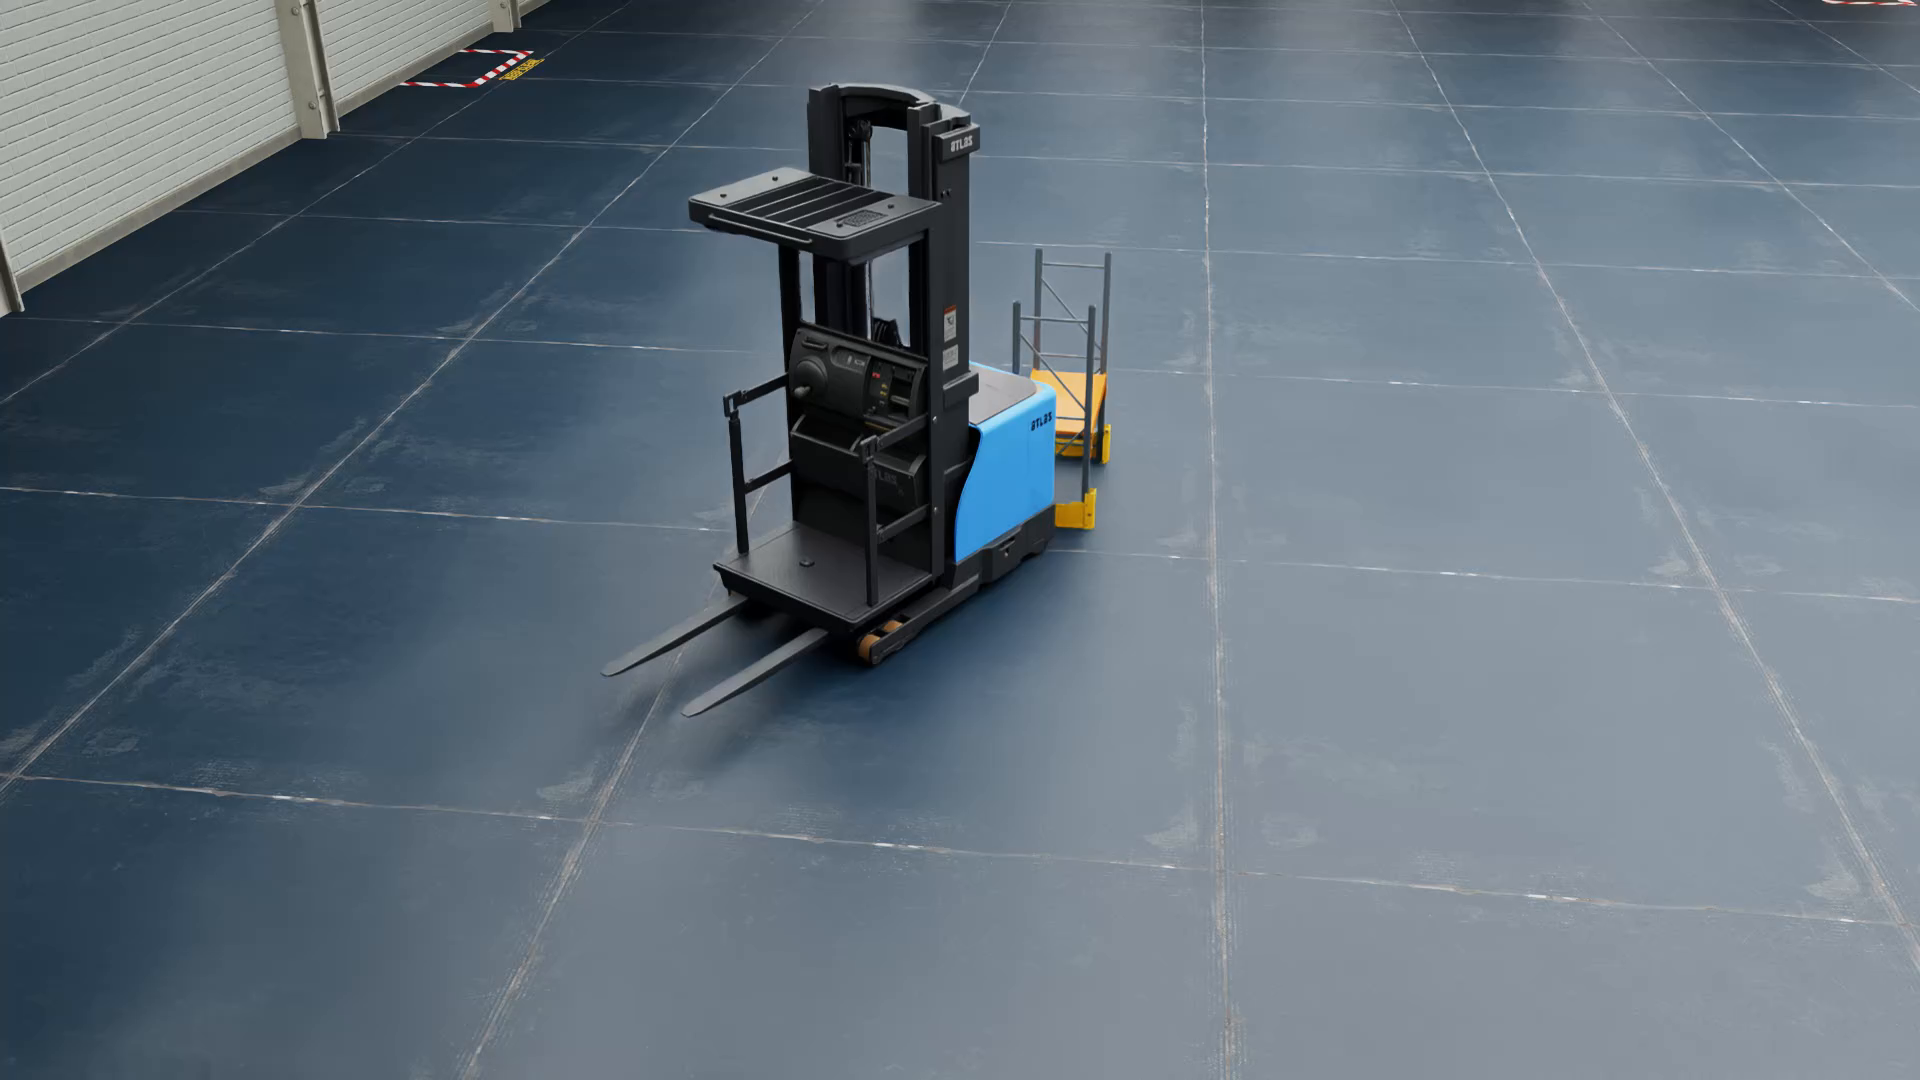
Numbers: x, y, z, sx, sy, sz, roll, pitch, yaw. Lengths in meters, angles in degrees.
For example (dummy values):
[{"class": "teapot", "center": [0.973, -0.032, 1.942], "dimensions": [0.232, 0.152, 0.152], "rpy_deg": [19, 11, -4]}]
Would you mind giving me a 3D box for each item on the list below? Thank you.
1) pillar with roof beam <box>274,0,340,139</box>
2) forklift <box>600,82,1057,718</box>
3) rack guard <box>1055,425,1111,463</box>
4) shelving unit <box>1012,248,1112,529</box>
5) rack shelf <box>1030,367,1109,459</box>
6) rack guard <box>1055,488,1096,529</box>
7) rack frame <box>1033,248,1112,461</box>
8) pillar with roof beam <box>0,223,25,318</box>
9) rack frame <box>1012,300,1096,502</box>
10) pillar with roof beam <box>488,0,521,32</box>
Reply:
[{"class": "pillar with roof beam", "center": [-3.148, -8.419, 16.682], "dimensions": [9.100, 9.000, 0.400], "rpy_deg": [3, 28, 6]}, {"class": "forklift", "center": [-0.706, -0.862, 9.051], "dimensions": [1.130, 2.935, 3.031], "rpy_deg": [20, 34, 33]}, {"class": "rack guard", "center": [0.745, -0.689, 11.557], "dimensions": [0.587, 0.250, 0.087], "rpy_deg": [5, 29, 9]}, {"class": "shelving unit", "center": [0.660, -1.006, 10.829], "dimensions": [0.587, 1.500, 1.083], "rpy_deg": [5, 29, 9]}, {"class": "rack shelf", "center": [0.658, -0.844, 10.906], "dimensions": [0.538, 0.185, 1.000], "rpy_deg": [5, 29, 9]}, {"class": "rack guard", "center": [0.574, -0.223, 10.693], "dimensions": [0.587, 0.250, 0.087], "rpy_deg": [5, 29, 9]}, {"class": "rack frame", "center": [0.746, -1.239, 11.261], "dimensions": [0.500, 1.500, 0.032], "rpy_deg": [5, 29, 9]}, {"class": "pillar with roof beam", "center": [-3.883, -5.595, 11.439], "dimensions": [9.100, 9.000, 0.400], "rpy_deg": [3, 28, 6]}, {"class": "rack frame", "center": [0.570, -0.764, 10.380], "dimensions": [0.500, 1.500, 0.032], "rpy_deg": [5, 29, 9]}, {"class": "pillar with roof beam", "center": [-2.413, -11.243, 21.924], "dimensions": [9.100, 9.000, 0.400], "rpy_deg": [3, 28, 6]}]
